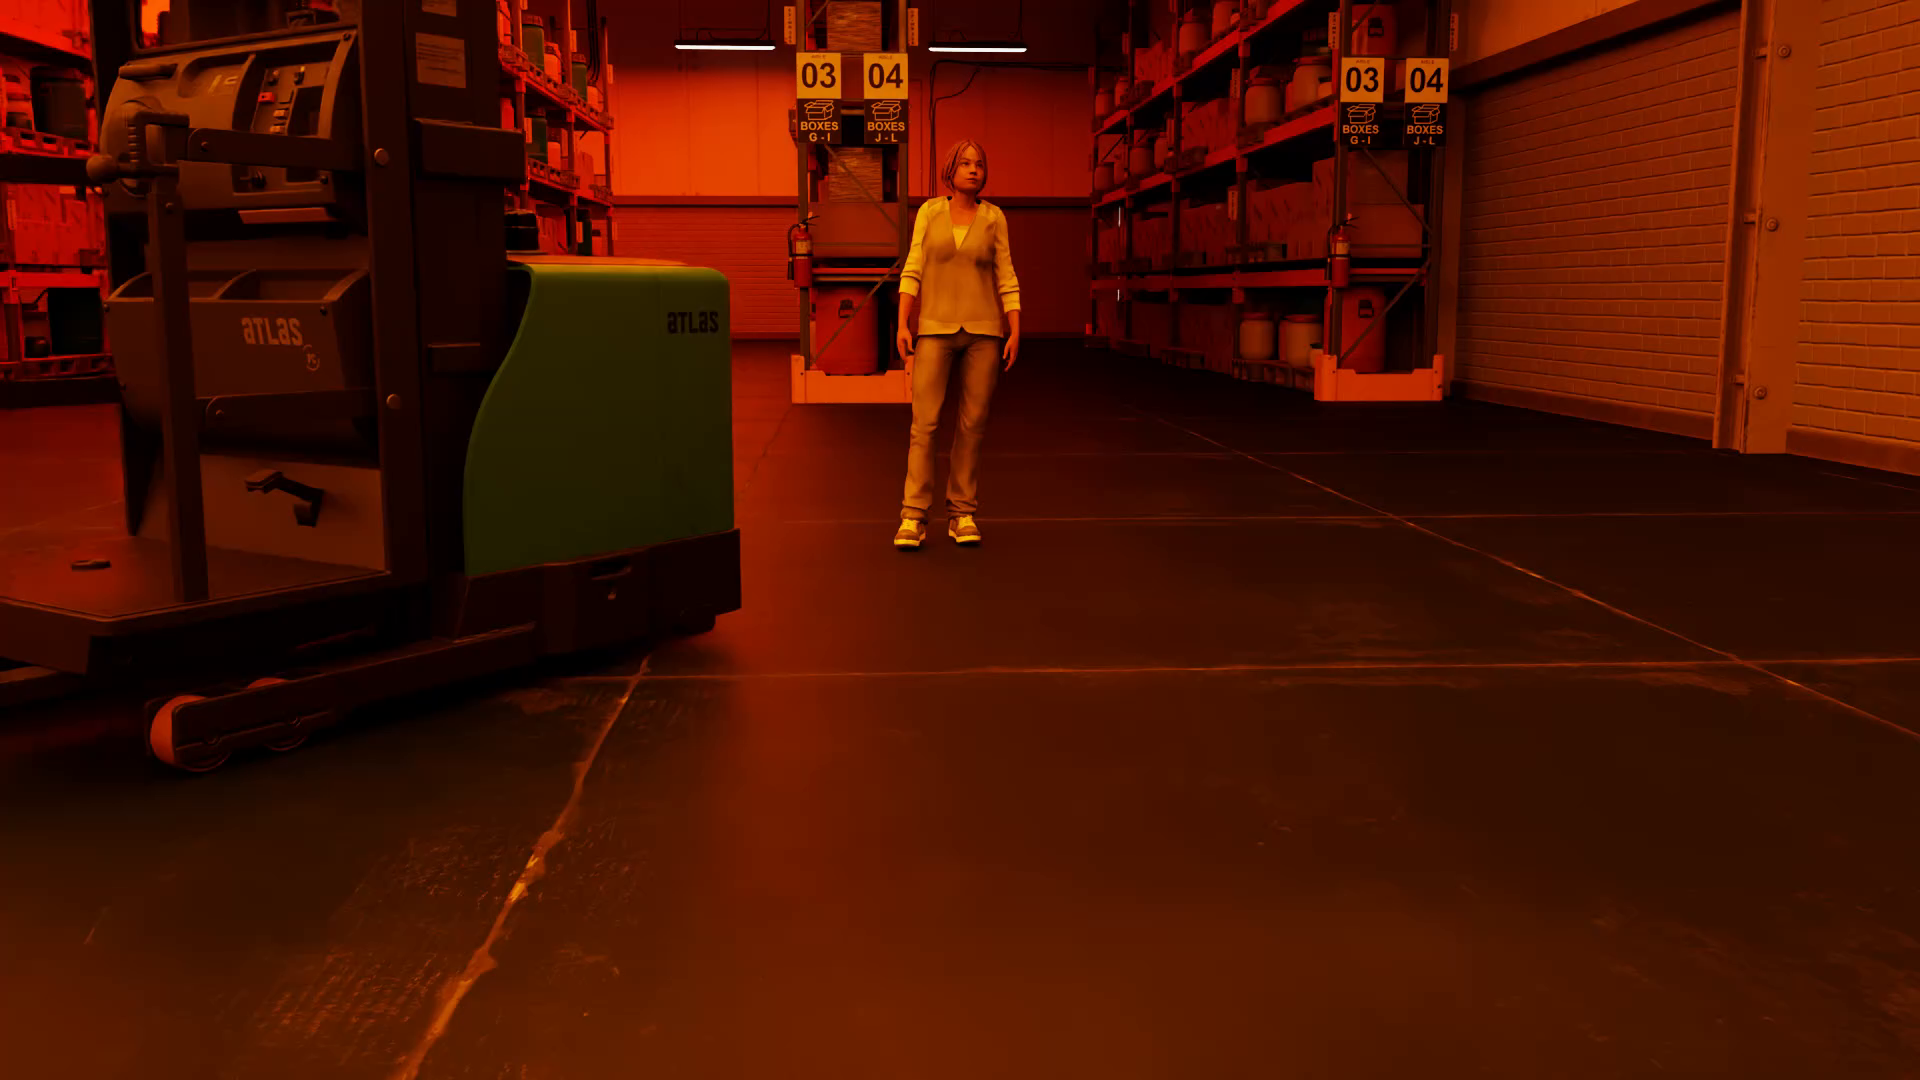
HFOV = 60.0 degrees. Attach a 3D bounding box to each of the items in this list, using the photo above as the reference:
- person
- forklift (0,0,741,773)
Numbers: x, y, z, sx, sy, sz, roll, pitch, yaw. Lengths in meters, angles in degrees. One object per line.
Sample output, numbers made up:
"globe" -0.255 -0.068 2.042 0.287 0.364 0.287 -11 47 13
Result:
"person" -0.010 -0.786 6.617 0.520 1.599 0.473 -1 8 -4
"forklift" -1.882 -1.037 3.817 1.130 2.935 3.031 5 10 33
